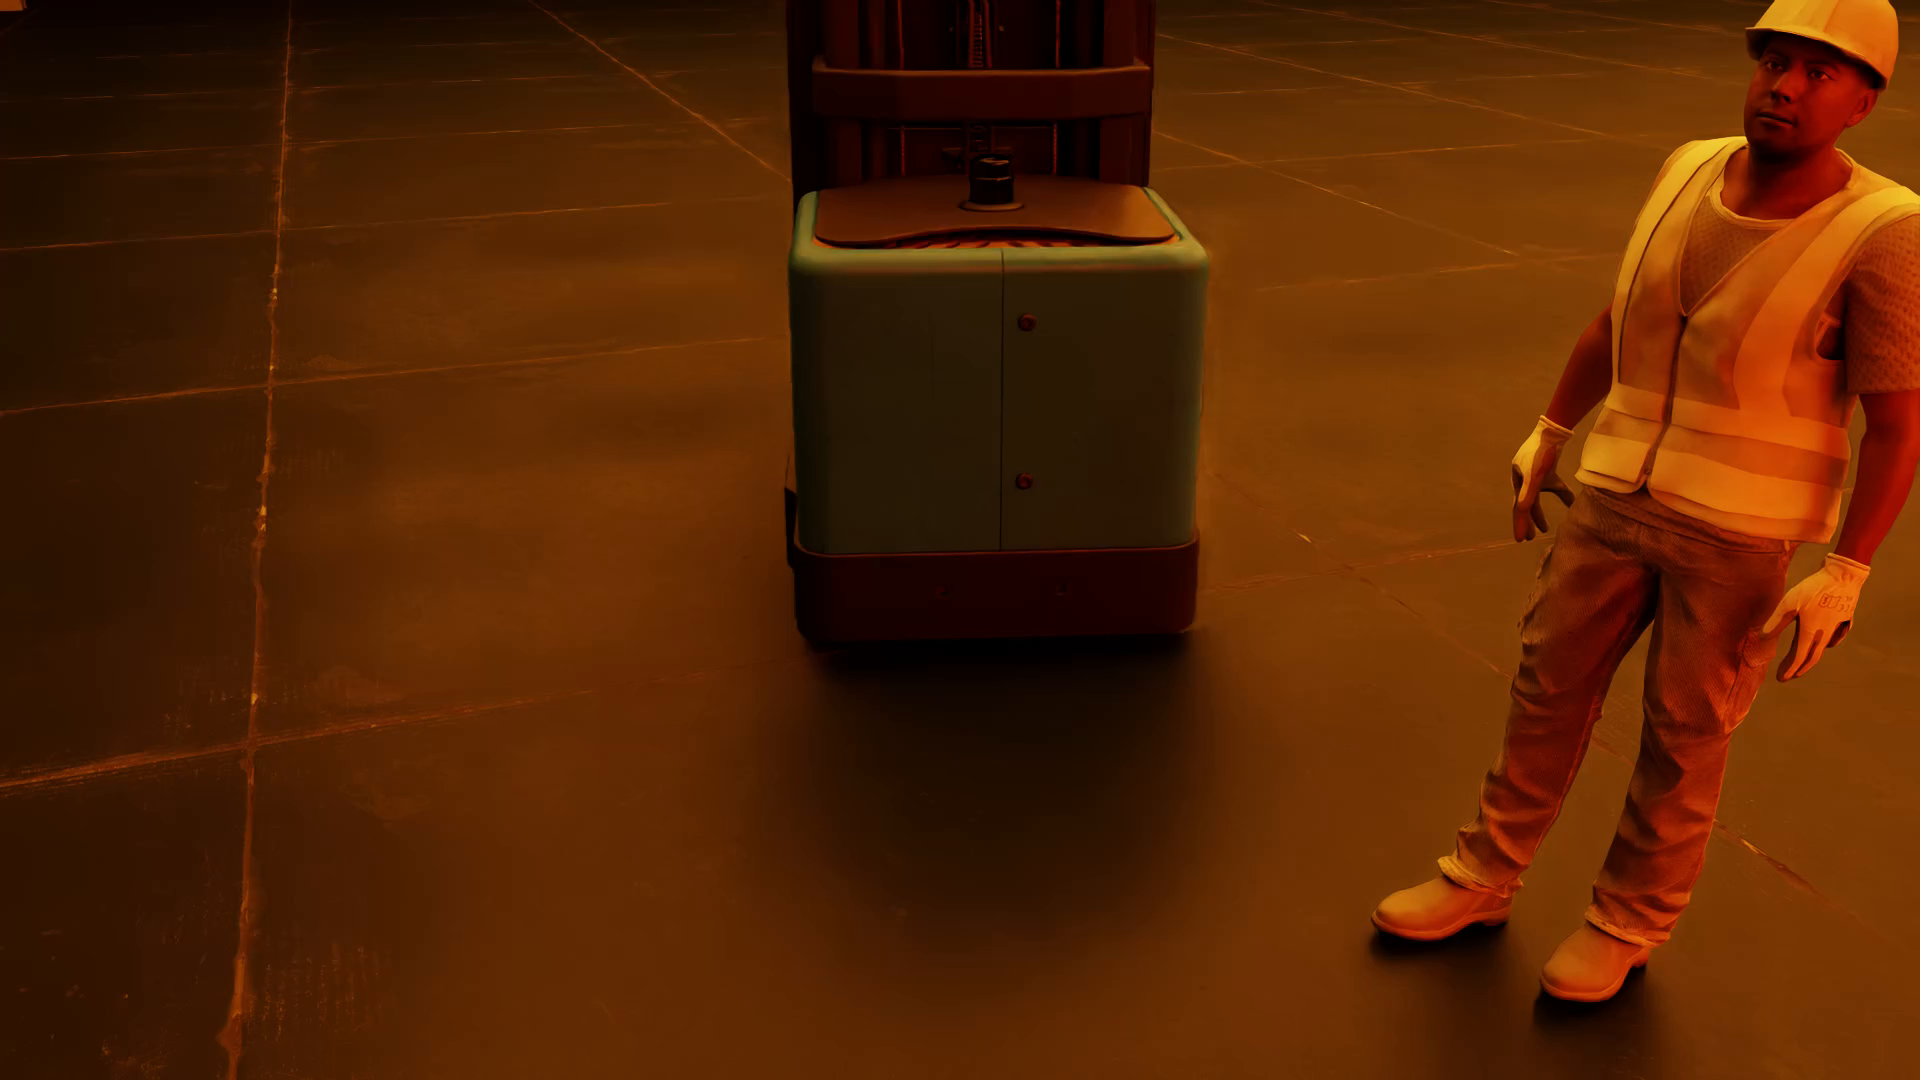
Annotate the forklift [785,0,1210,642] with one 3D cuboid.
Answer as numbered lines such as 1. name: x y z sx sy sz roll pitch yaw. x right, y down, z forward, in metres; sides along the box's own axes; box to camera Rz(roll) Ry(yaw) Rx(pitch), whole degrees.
1. forklift: 0.018 -1.618 5.146 1.130 2.935 3.031 -1 23 -3

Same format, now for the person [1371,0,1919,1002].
1. person: 1.186 -0.022 2.813 0.579 1.781 0.656 -13 26 -29
